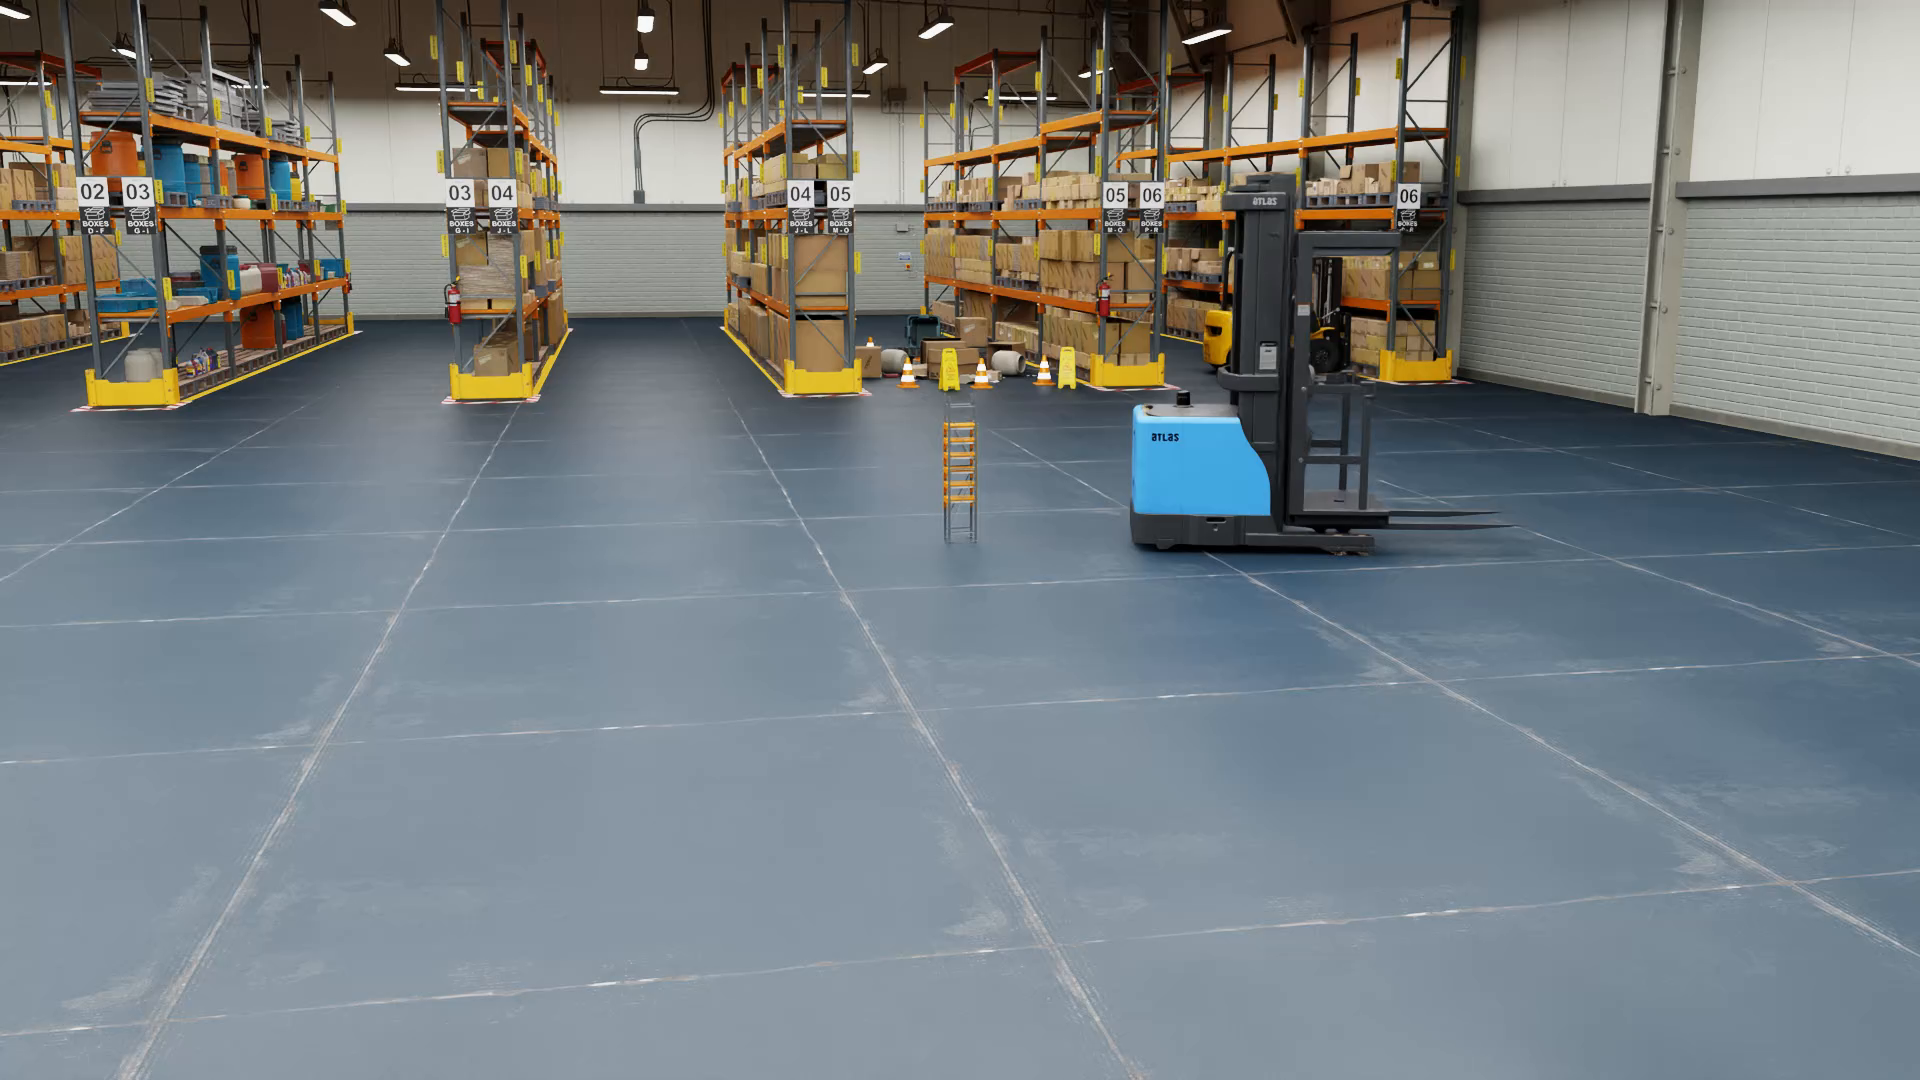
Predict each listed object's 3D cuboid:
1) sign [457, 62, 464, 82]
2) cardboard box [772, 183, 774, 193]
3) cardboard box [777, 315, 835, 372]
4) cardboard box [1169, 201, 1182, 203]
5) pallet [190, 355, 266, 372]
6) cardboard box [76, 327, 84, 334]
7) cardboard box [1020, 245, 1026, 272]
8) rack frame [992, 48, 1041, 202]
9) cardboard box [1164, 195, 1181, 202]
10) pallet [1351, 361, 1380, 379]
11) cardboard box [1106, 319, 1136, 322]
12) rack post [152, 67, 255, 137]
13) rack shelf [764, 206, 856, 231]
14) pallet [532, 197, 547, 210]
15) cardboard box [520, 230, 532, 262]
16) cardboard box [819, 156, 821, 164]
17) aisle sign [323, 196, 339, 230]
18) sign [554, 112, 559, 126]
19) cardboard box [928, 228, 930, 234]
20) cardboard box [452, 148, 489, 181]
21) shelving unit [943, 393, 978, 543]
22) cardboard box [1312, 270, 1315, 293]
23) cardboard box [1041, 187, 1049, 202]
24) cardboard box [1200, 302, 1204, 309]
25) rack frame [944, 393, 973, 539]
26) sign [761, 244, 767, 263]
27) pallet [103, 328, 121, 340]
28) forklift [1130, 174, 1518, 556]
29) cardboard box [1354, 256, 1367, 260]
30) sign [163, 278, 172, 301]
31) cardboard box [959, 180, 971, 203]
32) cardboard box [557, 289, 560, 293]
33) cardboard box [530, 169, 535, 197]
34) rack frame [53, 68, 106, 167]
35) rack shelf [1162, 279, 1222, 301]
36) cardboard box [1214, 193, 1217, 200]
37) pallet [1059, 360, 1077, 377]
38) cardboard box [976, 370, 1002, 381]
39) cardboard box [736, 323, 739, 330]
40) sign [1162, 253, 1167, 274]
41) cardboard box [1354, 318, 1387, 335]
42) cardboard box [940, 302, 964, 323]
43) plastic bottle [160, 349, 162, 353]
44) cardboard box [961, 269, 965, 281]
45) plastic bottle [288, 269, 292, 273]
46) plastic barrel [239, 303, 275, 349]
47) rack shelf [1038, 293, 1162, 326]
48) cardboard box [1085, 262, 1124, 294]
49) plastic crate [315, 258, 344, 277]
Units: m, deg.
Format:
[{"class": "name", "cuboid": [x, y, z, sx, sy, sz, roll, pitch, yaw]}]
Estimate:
[{"class": "sign", "cuboid": [-8.325, -7.803, 27.705, 0.100, 0.325, 0.005, -2, 11, -11]}, {"class": "cardboard box", "cuboid": [-2.864, -5.750, 27.143, 0.380, 0.149, 0.250, -2, 11, -10]}, {"class": "cardboard box", "cuboid": [-2.489, -3.215, 27.123, 0.875, 0.875, 0.875, -2, 11, -12]}, {"class": "cardboard box", "cuboid": [4.911, -7.975, 39.157, 0.500, 0.250, 0.500, -2, 11, -11]}, {"class": "pallet", "cuboid": [-13.072, -3.158, 29.722, 1.003, 0.211, 1.213, -2, 11, -11]}, {"class": "cardboard box", "cuboid": [-19.103, -4.516, 35.801, 0.380, 0.166, 0.250, -2, 11, -11]}, {"class": "cardboard box", "cuboid": [1.432, -5.365, 31.674, 0.500, 0.500, 0.500, -2, 11, -9]}, {"class": "rack frame", "cuboid": [1.161, -8.382, 33.667, 1.000, 3.000, 0.127, -2, 11, -11]}, {"class": "cardboard box", "cuboid": [4.919, -7.886, 38.365, 0.380, 0.149, 0.250, -2, 11, -10]}, {"class": "pallet", "cuboid": [7.395, -2.918, 28.460, 1.003, 0.211, 1.213, -2, 11, -11]}, {"class": "cardboard box", "cuboid": [2.720, -3.449, 28.023, 0.500, 0.500, 0.500, -3, 11, -13]}, {"class": "rack post", "cuboid": [-13.108, -7.564, 28.835, 1.013, 1.000, 3.121, -2, 11, -11]}, {"class": "rack shelf", "cuboid": [-2.508, -5.256, 27.190, 1.077, 0.370, 4.000, -2, 11, -11]}, {"class": "pallet", "cuboid": [-7.798, -5.839, 28.832, 1.213, 0.211, 1.003, -2, 11, -11]}, {"class": "cardboard box", "cuboid": [-7.230, -4.771, 27.005, 0.500, 0.500, 0.500, -2, 11, -11]}, {"class": "cardboard box", "cuboid": [-2.018, -5.978, 26.210, 0.380, 0.149, 0.250, -2, 11, -10]}, {"class": "aisle sign", "cuboid": [-14.701, -7.662, 38.979, 0.394, 0.787, 0.004, -2, 11, -11]}, {"class": "sign", "cuboid": [-9.581, -10.004, 39.477, 0.100, 0.325, 0.005, -2, 11, -11]}, {"class": "cardboard box", "cuboid": [-0.598, -7.686, 41.378, 0.380, 0.149, 0.250, -2, 11, -10]}, {"class": "cardboard box", "cuboid": [-7.554, -5.797, 25.706, 0.500, 0.500, 0.500, -2, 11, -11]}, {"class": "shelving unit", "cuboid": [0.003, -0.587, 13.570, 0.258, 1.200, 0.189, -2, 11, -11]}, {"class": "cardboard box", "cuboid": [6.755, -4.746, 30.340, 0.500, 0.500, 0.500, -2, 11, -10]}, {"class": "cardboard box", "cuboid": [1.756, -6.156, 29.603, 0.500, 0.250, 0.500, -2, 11, -12]}, {"class": "cardboard box", "cuboid": [5.537, -5.189, 36.764, 0.380, 0.149, 0.250, -2, 11, -12]}, {"class": "rack frame", "cuboid": [-0.015, -0.604, 13.659, 0.240, 1.200, 0.006, -2, 11, -11]}, {"class": "sign", "cuboid": [-3.427, -5.011, 29.116, 0.100, 0.325, 0.005, -2, 11, -11]}, {"class": "pallet", "cuboid": [-19.663, -4.652, 37.574, 1.003, 0.211, 1.213, -2, 11, -11]}, {"class": "forklift", "cuboid": [2.920, -1.419, 13.314, 3.031, 2.935, 1.130, 1, 11, 4]}, {"class": "cardboard box", "cuboid": [7.018, -4.904, 28.641, 0.380, 0.149, 0.250, -2, 11, -10]}, {"class": "sign", "cuboid": [-11.322, -3.582, 23.754, 0.100, 0.325, 0.005, -2, 11, -11]}, {"class": "cardboard box", "cuboid": [0.270, -7.725, 36.848, 0.500, 0.500, 0.500, -2, 11, -12]}, {"class": "cardboard box", "cuboid": [-9.563, -5.260, 37.867, 0.875, 0.875, 0.875, -2, 11, -11]}, {"class": "cardboard box", "cuboid": [-7.960, -6.334, 29.530, 0.797, 0.503, 0.637, -2, 11, -9]}, {"class": "rack frame", "cuboid": [-19.834, -9.129, 37.593, 1.000, 3.000, 0.127, -2, 11, -11]}, {"class": "rack shelf", "cuboid": [5.640, -5.629, 37.174, 1.077, 0.370, 4.000, -2, 11, -11]}, {"class": "cardboard box", "cuboid": [5.667, -7.365, 35.683, 0.380, 0.149, 0.250, -2, 11, -10]}, {"class": "pallet", "cuboid": [2.345, -2.985, 28.816, 1.003, 0.211, 1.213, -2, 11, -11]}, {"class": "cardboard box", "cuboid": [0.481, -2.734, 27.662, 0.380, 0.149, 0.250, 4, 11, 18]}, {"class": "cardboard box", "cuboid": [-4.864, -4.835, 37.579, 0.380, 0.149, 0.250, -2, 11, -10]}, {"class": "sign", "cuboid": [3.249, -4.412, 26.542, 0.100, 0.325, 0.005, -2, 11, -11]}, {"class": "cardboard box", "cuboid": [7.084, -3.662, 28.470, 0.500, 0.250, 0.500, -2, 11, -10]}, {"class": "cardboard box", "cuboid": [0.018, -5.565, 40.640, 0.875, 0.438, 0.875, -2, 11, -9]}, {"class": "plastic bottle", "cuboid": [-12.890, -2.912, 26.883, 0.144, 0.351, 0.185, -2, 11, -9]}, {"class": "cardboard box", "cuboid": [0.312, -5.910, 37.123, 0.500, 0.250, 0.500, -2, 11, -12]}, {"class": "plastic bottle", "cuboid": [-13.802, -5.408, 34.218, 0.144, 0.351, 0.185, -2, 11, -11]}, {"class": "plastic barrel", "cuboid": [-13.530, -4.124, 32.020, 0.600, 0.830, 0.708, -2, 11, -11]}, {"class": "rack shelf", "cuboid": [2.328, -3.981, 28.513, 1.077, 0.370, 4.000, -2, 11, -11]}, {"class": "cardboard box", "cuboid": [2.341, -4.252, 26.952, 0.500, 0.500, 0.500, -2, 11, -12]}, {"class": "plastic crate", "cuboid": [-14.726, -6.354, 38.801, 0.616, 0.435, 0.499, -2, 11, -11]}]
